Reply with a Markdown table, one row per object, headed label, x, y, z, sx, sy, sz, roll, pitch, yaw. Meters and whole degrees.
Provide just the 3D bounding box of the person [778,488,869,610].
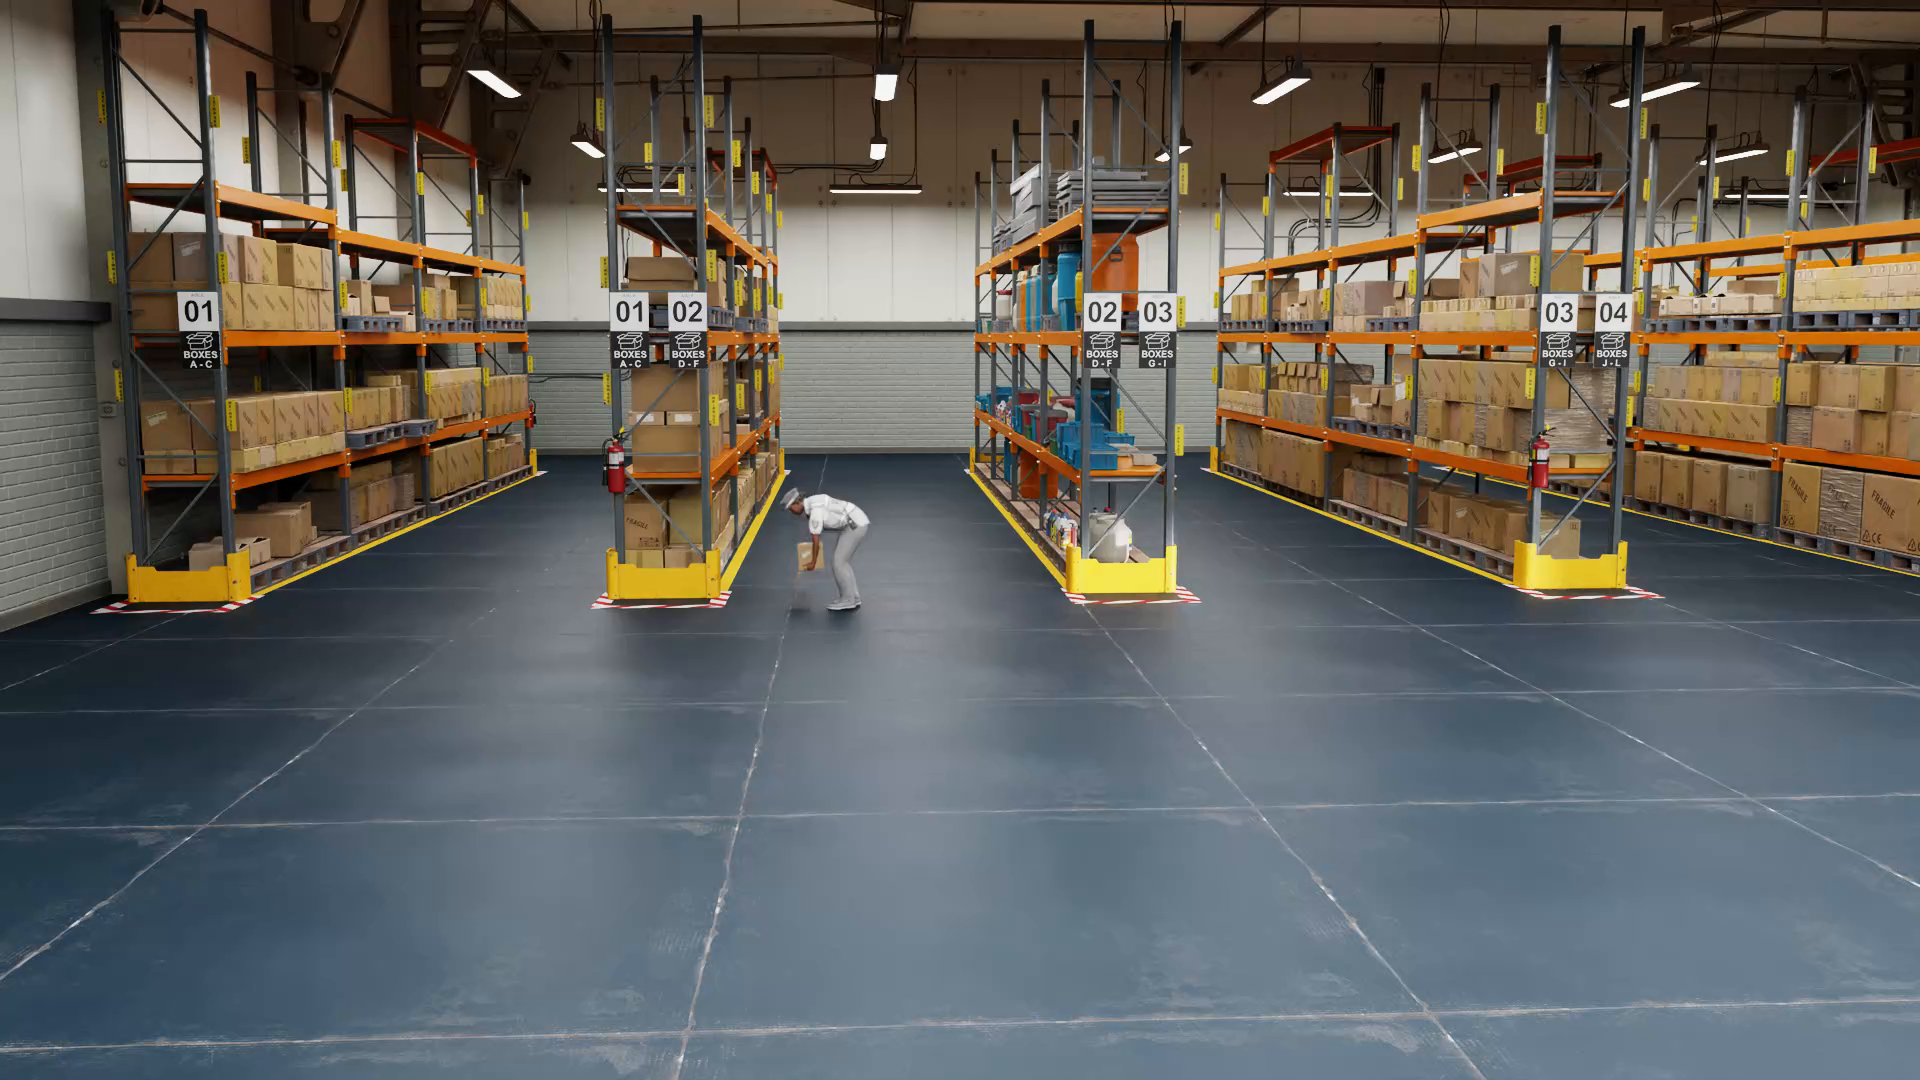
| label | x | y | z | sx | sy | sz | roll | pitch | yaw |
| --- | --- | --- | --- | --- | --- | --- | --- | --- | --- |
| person | -1.375 | 0.116 | 16.850 | 0.920 | 1.174 | 0.417 | -1 | 7 | -5 |
